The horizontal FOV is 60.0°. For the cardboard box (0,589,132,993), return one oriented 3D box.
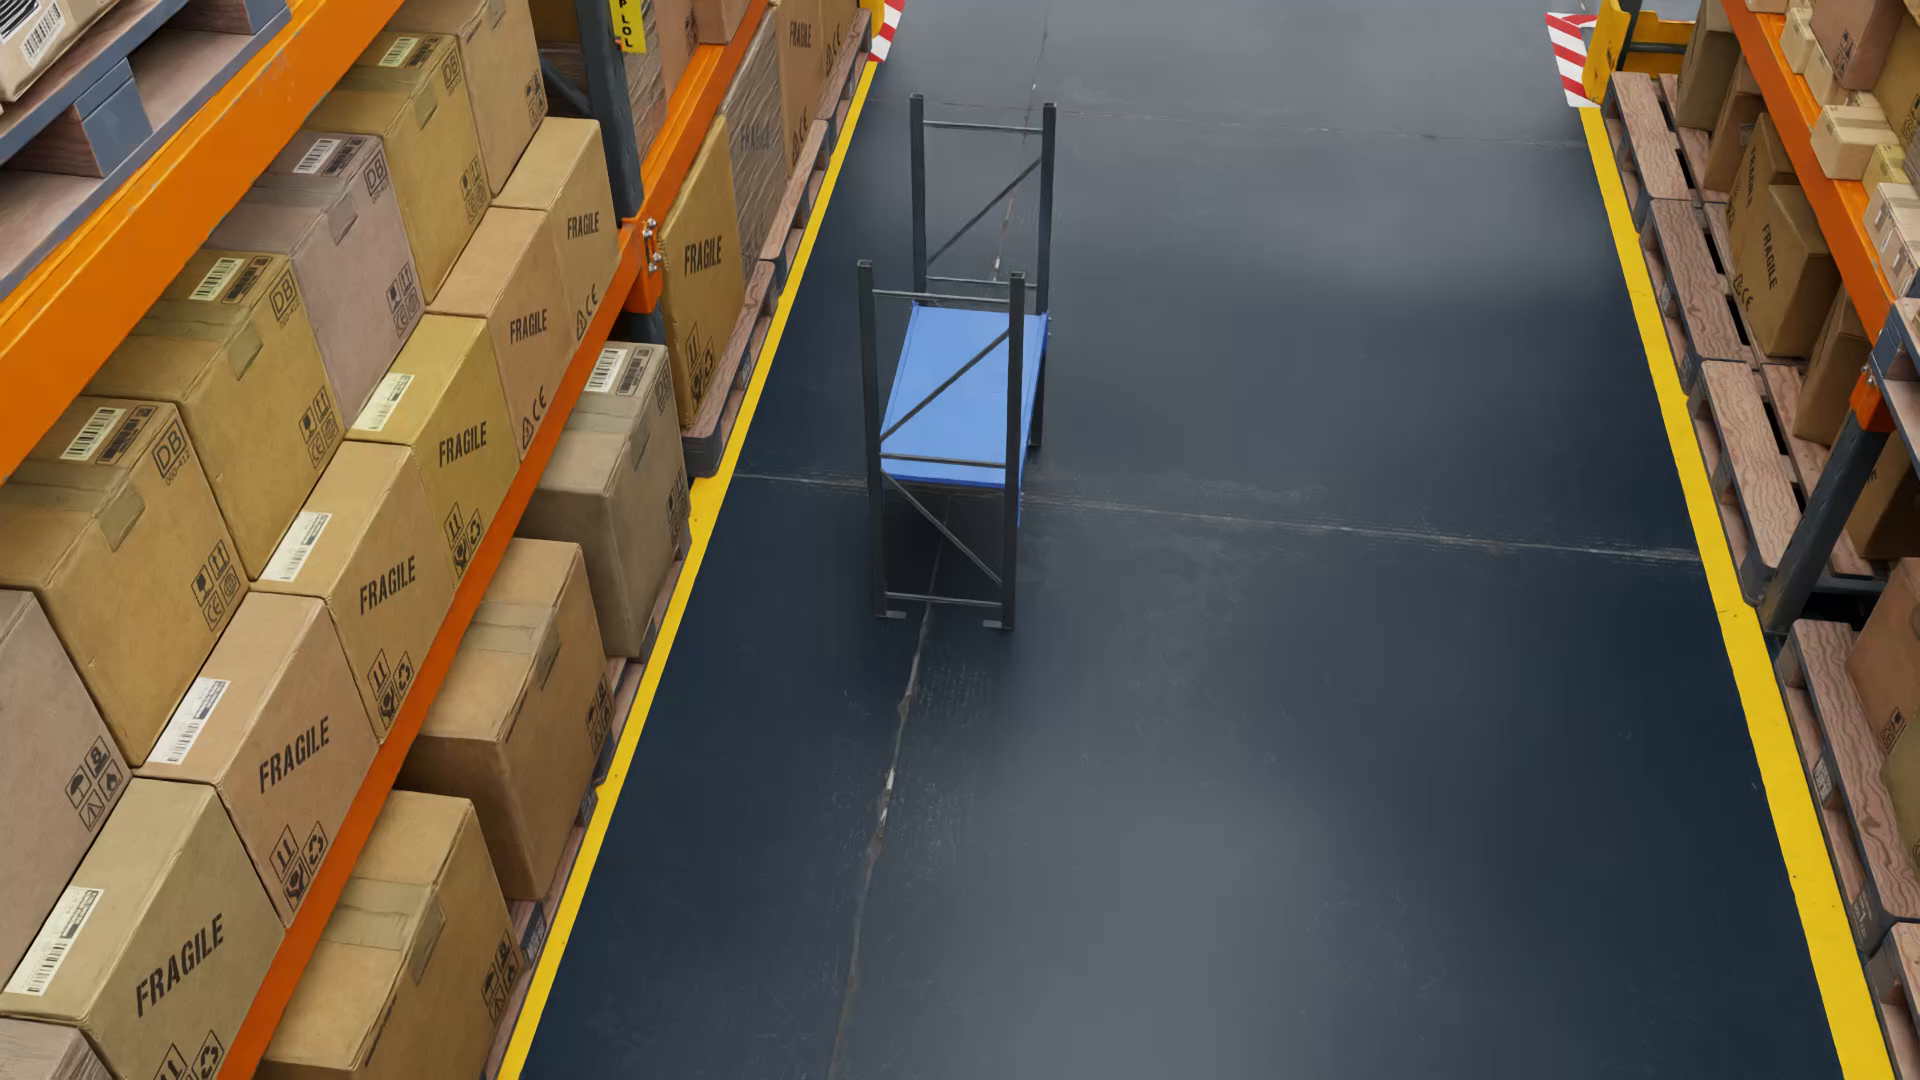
[{"bbox_3d":[-1.944,0.407,2.838,0.700,0.500,0.500,5,44,5],"label":"cardboard box"}]

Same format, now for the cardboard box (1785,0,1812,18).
[{"bbox_3d":[3.412,-2.016,6.380,0.380,0.149,0.250,5,44,6],"label":"cardboard box"}]

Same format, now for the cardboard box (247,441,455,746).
[{"bbox_3d":[-1.552,0.109,3.880,0.500,0.500,0.500,5,44,5],"label":"cardboard box"}]

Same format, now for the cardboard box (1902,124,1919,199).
[{"bbox_3d":[3.474,-1.195,5.042,0.875,0.500,0.500,5,44,6],"label":"cardboard box"}]

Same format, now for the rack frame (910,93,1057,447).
[{"bbox_3d":[0.078,-0.949,6.162,0.500,1.500,0.032,5,44,6],"label":"rack frame"}]

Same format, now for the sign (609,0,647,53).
[{"bbox_3d":[-1.011,-1.619,4.993,0.100,0.325,0.005,5,44,6],"label":"sign"}]

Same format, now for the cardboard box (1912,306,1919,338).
[{"bbox_3d":[3.109,-0.591,3.951,1.000,1.000,1.000,6,44,6],"label":"cardboard box"}]

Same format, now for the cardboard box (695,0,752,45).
[{"bbox_3d":[-1.275,-2.311,6.400,0.875,0.550,0.550,5,44,6],"label":"cardboard box"}]

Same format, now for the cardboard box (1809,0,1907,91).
[{"bbox_3d":[3.541,-1.883,5.768,0.875,0.500,0.500,5,44,6],"label":"cardboard box"}]

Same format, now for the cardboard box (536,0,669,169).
[{"bbox_3d":[-1.513,-1.577,5.624,0.875,0.550,0.550,5,44,6],"label":"cardboard box"}]

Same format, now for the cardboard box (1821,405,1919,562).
[{"bbox_3d":[3.446,-0.264,5.859,0.500,0.500,0.500,4,44,4],"label":"cardboard box"}]

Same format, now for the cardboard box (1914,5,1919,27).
[{"bbox_3d":[3.140,-1.589,4.730,0.500,0.500,0.500,5,44,6],"label":"cardboard box"}]

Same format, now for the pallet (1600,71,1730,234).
[{"bbox_3d":[3.729,-1.861,8.062,1.003,0.211,1.213,5,44,6],"label":"pallet"}]

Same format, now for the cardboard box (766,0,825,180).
[{"bbox_3d":[-1.160,-2.309,7.746,0.875,0.875,0.875,5,44,5],"label":"cardboard box"}]

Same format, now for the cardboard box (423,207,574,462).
[{"bbox_3d":[-1.421,-0.582,4.610,0.500,0.500,0.500,5,44,5],"label":"cardboard box"}]

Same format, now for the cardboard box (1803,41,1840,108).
[{"bbox_3d":[3.304,-1.679,6.025,0.380,0.149,0.250,5,44,6],"label":"cardboard box"}]

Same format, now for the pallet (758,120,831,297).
[{"bbox_3d":[-1.213,-1.602,7.788,1.003,0.211,1.213,5,44,6],"label":"pallet"}]

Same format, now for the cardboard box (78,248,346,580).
[{"bbox_3d":[-1.811,-0.291,3.576,0.700,0.500,0.500,5,44,5],"label":"cardboard box"}]

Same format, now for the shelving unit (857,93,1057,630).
[{"bbox_3d":[0.011,-0.603,5.796,0.538,1.500,1.048,5,44,6],"label":"shelving unit"}]

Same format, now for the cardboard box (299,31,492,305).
[{"bbox_3d":[-1.676,-0.979,4.303,0.700,0.500,0.500,5,44,5],"label":"cardboard box"}]

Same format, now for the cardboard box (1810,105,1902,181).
[{"bbox_3d":[3.148,-1.347,5.673,0.380,0.149,0.250,5,44,6],"label":"cardboard box"}]

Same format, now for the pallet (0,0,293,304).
[{"bbox_3d":[-1.901,-0.770,2.837,1.003,0.211,1.213,7,44,7],"label":"pallet"}]

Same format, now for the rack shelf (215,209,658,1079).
[{"bbox_3d":[-1.814,0.355,4.217,1.077,0.370,4.000,5,44,6],"label":"rack shelf"}]

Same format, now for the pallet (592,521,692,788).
[{"bbox_3d":[-1.577,0.276,5.805,1.003,0.211,1.213,5,44,6],"label":"pallet"}]

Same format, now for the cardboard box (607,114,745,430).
[{"bbox_3d":[-1.398,-1.073,6.441,0.875,0.875,0.875,6,44,6],"label":"cardboard box"}]

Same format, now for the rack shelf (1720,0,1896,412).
[{"bbox_3d":[3.617,-1.852,6.547,1.077,0.370,4.000,5,44,6],"label":"rack shelf"}]

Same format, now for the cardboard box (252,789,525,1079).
[{"bbox_3d":[-1.797,1.118,4.218,1.050,0.750,0.750,6,44,6],"label":"cardboard box"}]

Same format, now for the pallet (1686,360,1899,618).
[{"bbox_3d":[3.407,-0.198,6.306,1.003,0.211,1.213,5,44,6],"label":"pallet"}]

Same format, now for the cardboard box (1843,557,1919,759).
[{"bbox_3d":[3.251,0.415,5.129,0.700,0.500,0.500,2,43,2],"label":"cardboard box"}]

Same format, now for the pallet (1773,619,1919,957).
[{"bbox_3d":[3.252,0.793,5.258,1.003,0.211,1.213,5,44,6],"label":"pallet"}]

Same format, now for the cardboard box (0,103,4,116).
[{"bbox_3d":[-1.699,-0.582,2.232,0.500,0.250,0.500,6,44,7],"label":"cardboard box"}]

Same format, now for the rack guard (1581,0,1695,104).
[{"bbox_3d":[3.872,-2.516,8.544,1.175,0.500,0.348,5,44,6],"label":"rack guard"}]

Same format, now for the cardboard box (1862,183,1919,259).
[{"bbox_3d":[3.133,-1.001,5.309,0.380,0.149,0.250,5,44,6],"label":"cardboard box"}]

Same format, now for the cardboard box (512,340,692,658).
[{"bbox_3d":[-1.543,-0.174,5.583,1.050,0.750,0.750,5,44,5],"label":"cardboard box"}]

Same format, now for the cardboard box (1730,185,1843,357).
[{"bbox_3d":[3.518,-1.085,6.727,0.500,0.500,0.500,2,43,2],"label":"cardboard box"}]

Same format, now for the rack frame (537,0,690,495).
[{"bbox_3d":[-1.550,-1.270,5.409,1.000,3.000,0.127,5,44,6],"label":"rack frame"}]

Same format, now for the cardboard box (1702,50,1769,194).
[{"bbox_3d":[3.738,-1.886,7.573,0.500,0.500,0.500,16,46,16],"label":"cardboard box"}]

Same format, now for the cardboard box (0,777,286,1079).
[{"bbox_3d":[-1.688,0.792,3.159,0.500,0.500,0.500,5,44,5],"label":"cardboard box"}]

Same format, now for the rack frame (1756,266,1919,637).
[{"bbox_3d":[3.353,-0.750,4.860,1.000,3.000,0.127,5,44,6],"label":"rack frame"}]
